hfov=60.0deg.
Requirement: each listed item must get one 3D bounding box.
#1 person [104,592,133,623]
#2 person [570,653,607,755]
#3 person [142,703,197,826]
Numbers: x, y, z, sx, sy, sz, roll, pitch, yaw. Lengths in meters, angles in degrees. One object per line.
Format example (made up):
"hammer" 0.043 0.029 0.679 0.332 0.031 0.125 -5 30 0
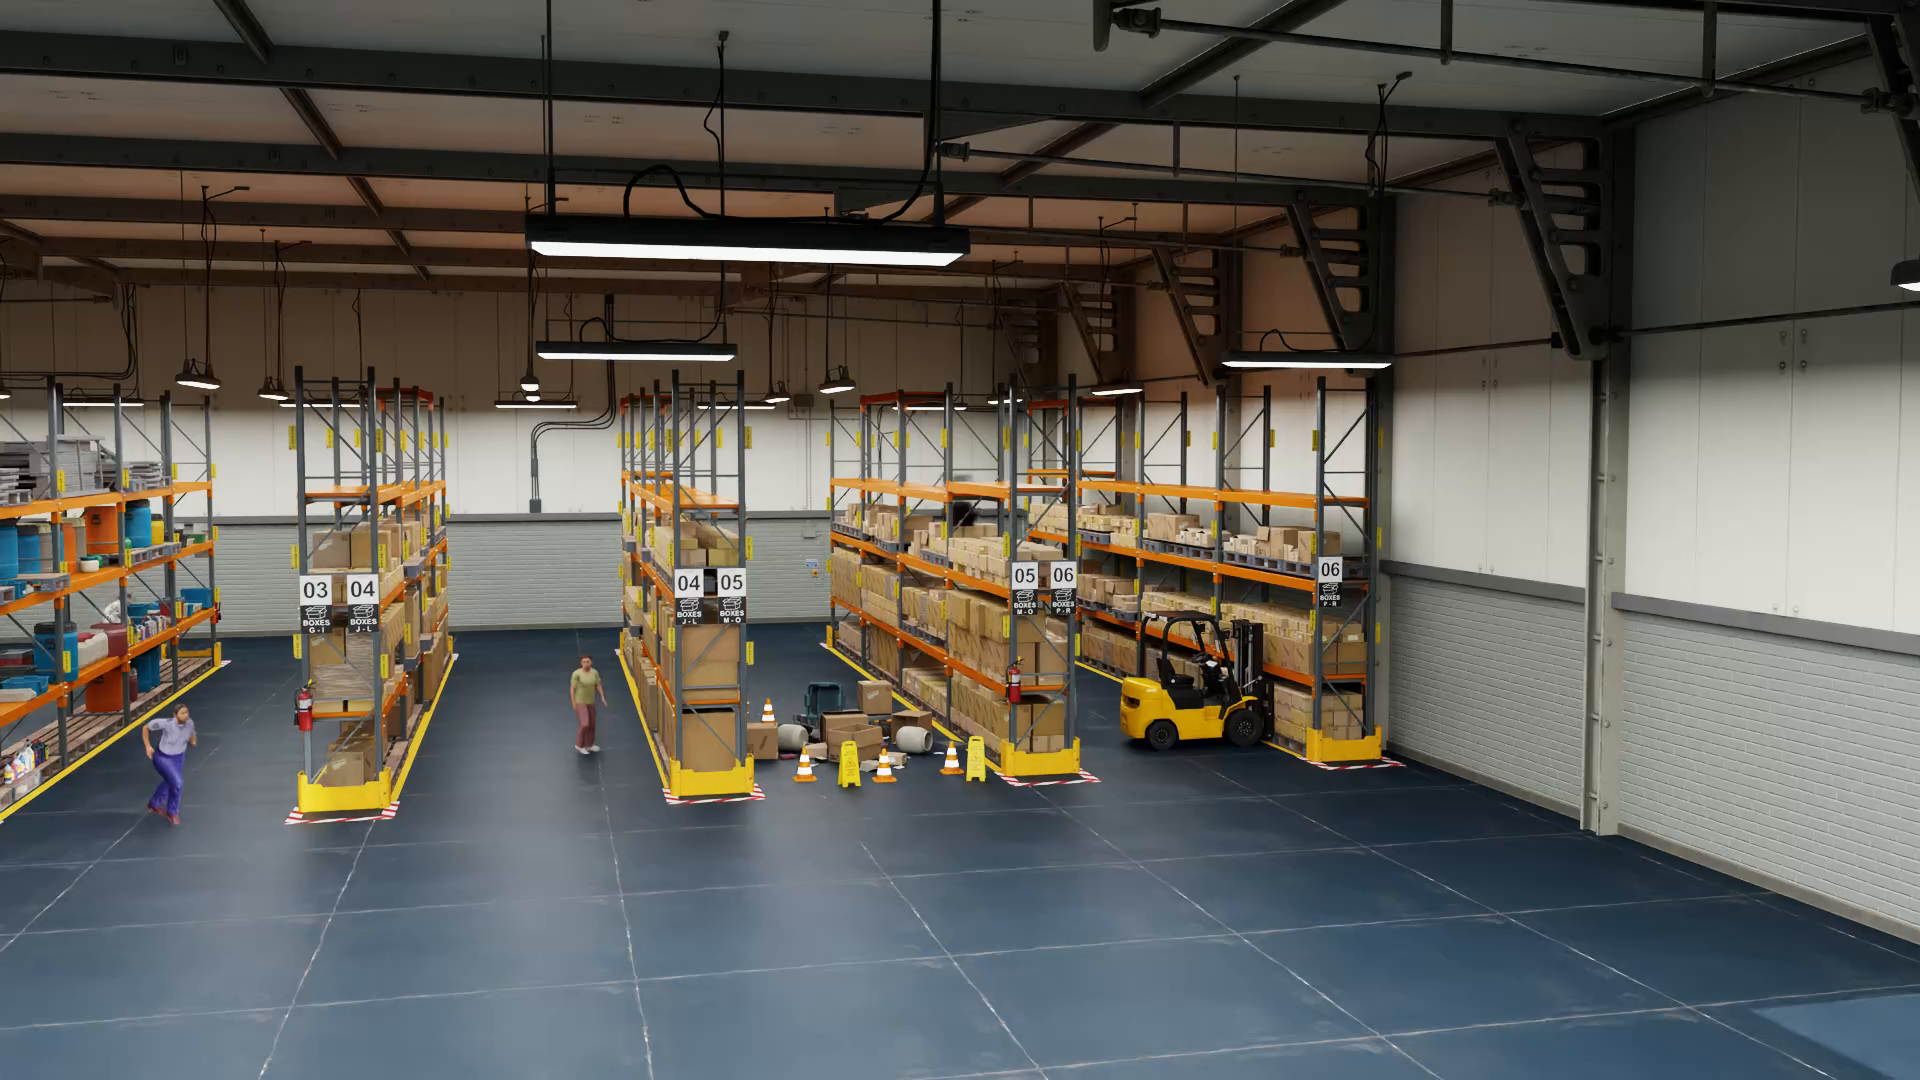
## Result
"person" -19.539 1.940 38.425 1.136 1.480 0.600 1 4 14
"person" -5.970 2.603 26.569 0.587 1.645 0.542 3 5 41
"person" -10.392 2.950 21.817 0.917 1.624 0.646 2 4 27
